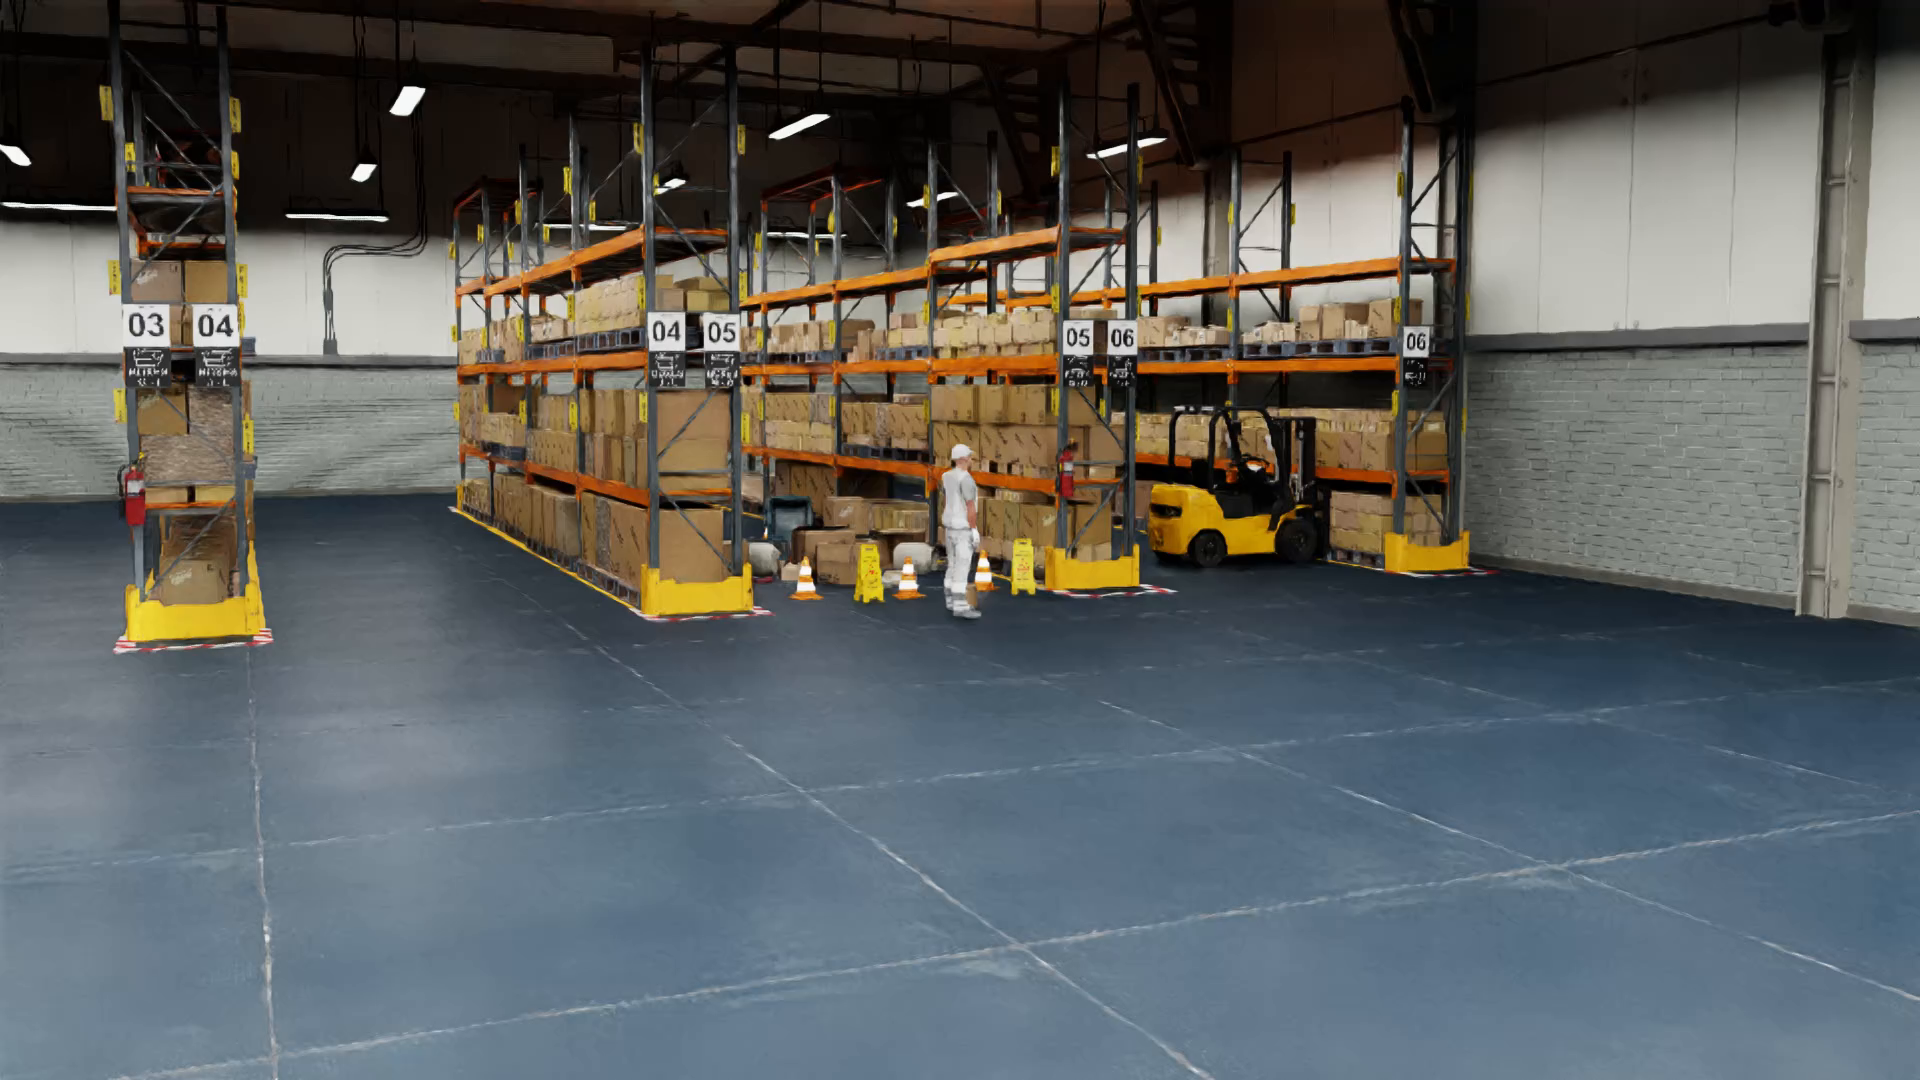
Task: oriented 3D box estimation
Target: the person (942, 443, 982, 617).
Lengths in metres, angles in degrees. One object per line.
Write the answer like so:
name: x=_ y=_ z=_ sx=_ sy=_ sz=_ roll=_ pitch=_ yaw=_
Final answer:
person: x=0.020 y=-0.115 z=17.442 sx=0.396 sy=1.796 sz=0.662 roll=-3 pitch=6 yaw=-28
